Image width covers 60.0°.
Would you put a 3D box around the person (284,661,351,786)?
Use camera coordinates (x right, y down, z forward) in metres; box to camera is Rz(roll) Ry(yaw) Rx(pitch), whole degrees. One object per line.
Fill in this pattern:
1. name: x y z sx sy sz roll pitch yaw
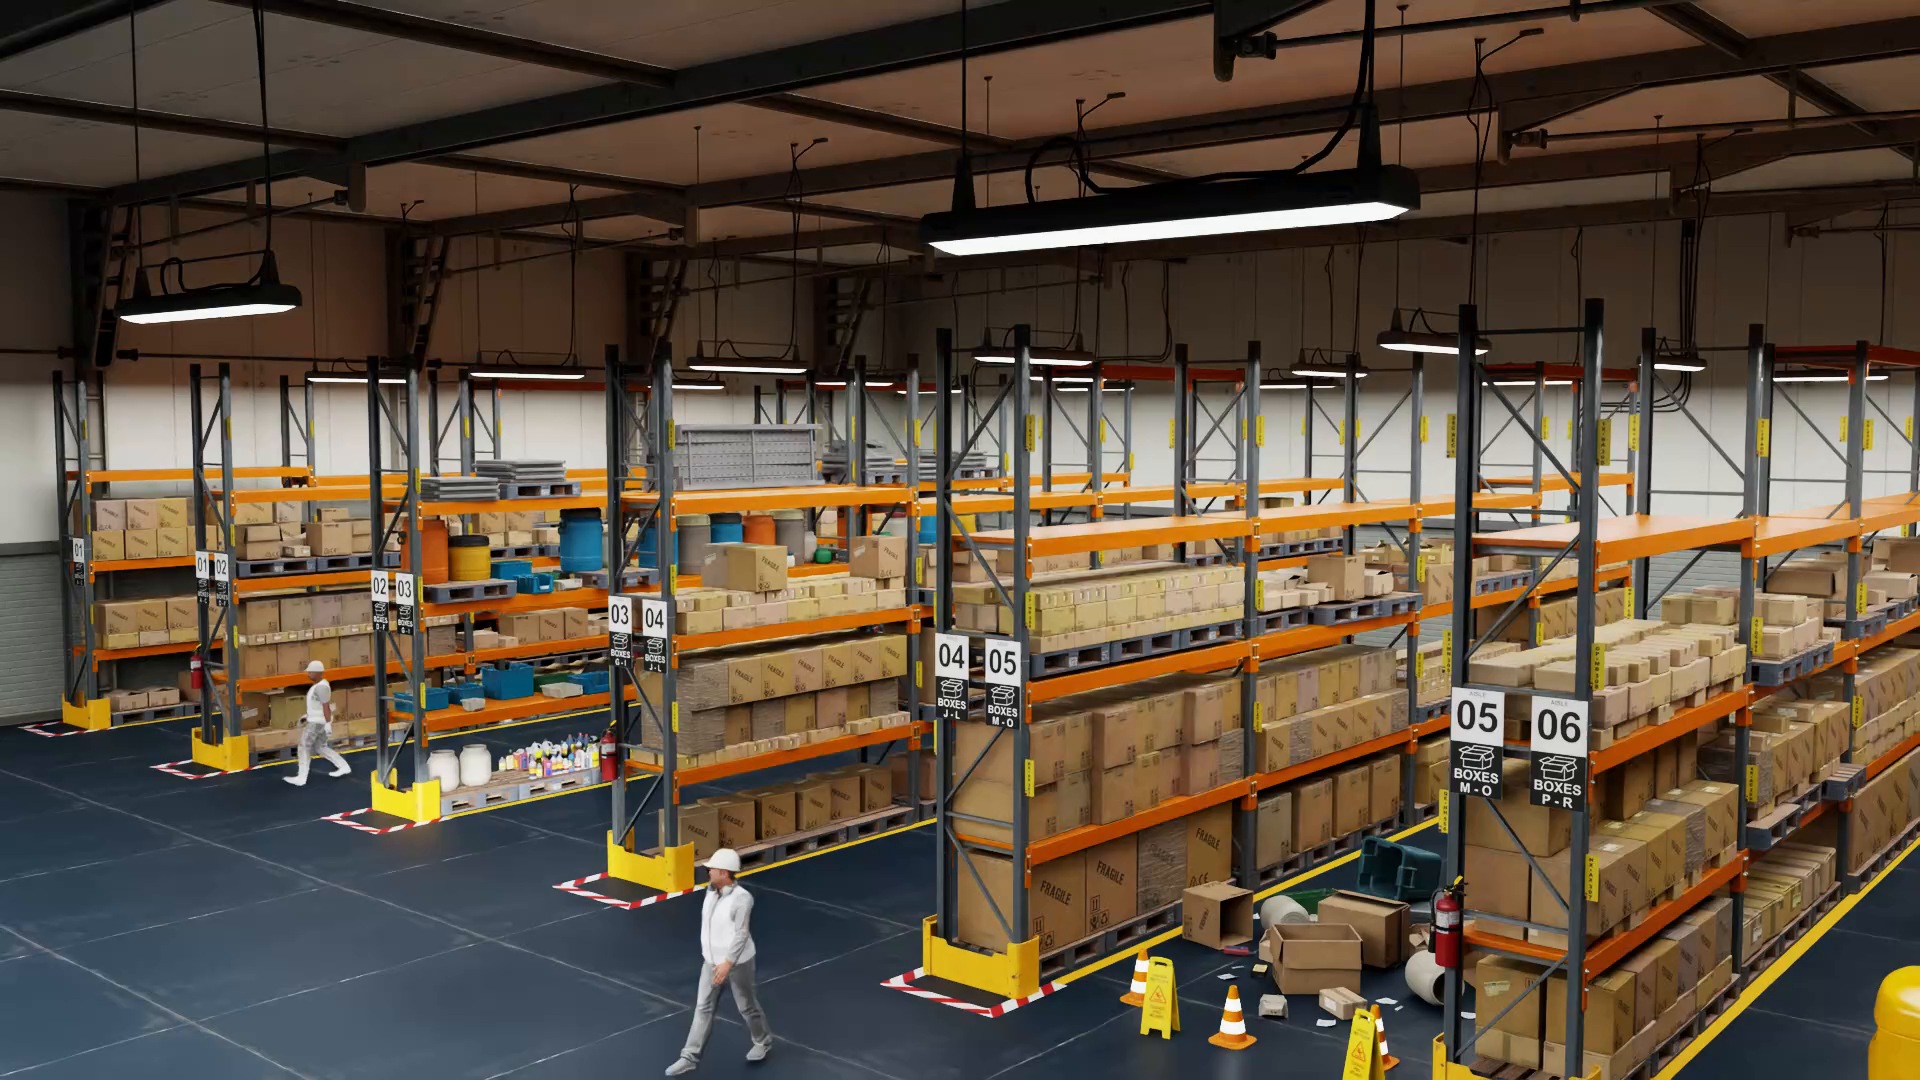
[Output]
1. person: -9.192 2.602 23.760 0.842 1.747 0.615 -1 4 -13

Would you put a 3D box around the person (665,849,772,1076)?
1. person: -1.909 3.324 13.163 0.570 1.730 0.993 3 5 39

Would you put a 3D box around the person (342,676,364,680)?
1. person: -10.980 2.212 29.951 0.430 1.533 1.021 1 4 7
